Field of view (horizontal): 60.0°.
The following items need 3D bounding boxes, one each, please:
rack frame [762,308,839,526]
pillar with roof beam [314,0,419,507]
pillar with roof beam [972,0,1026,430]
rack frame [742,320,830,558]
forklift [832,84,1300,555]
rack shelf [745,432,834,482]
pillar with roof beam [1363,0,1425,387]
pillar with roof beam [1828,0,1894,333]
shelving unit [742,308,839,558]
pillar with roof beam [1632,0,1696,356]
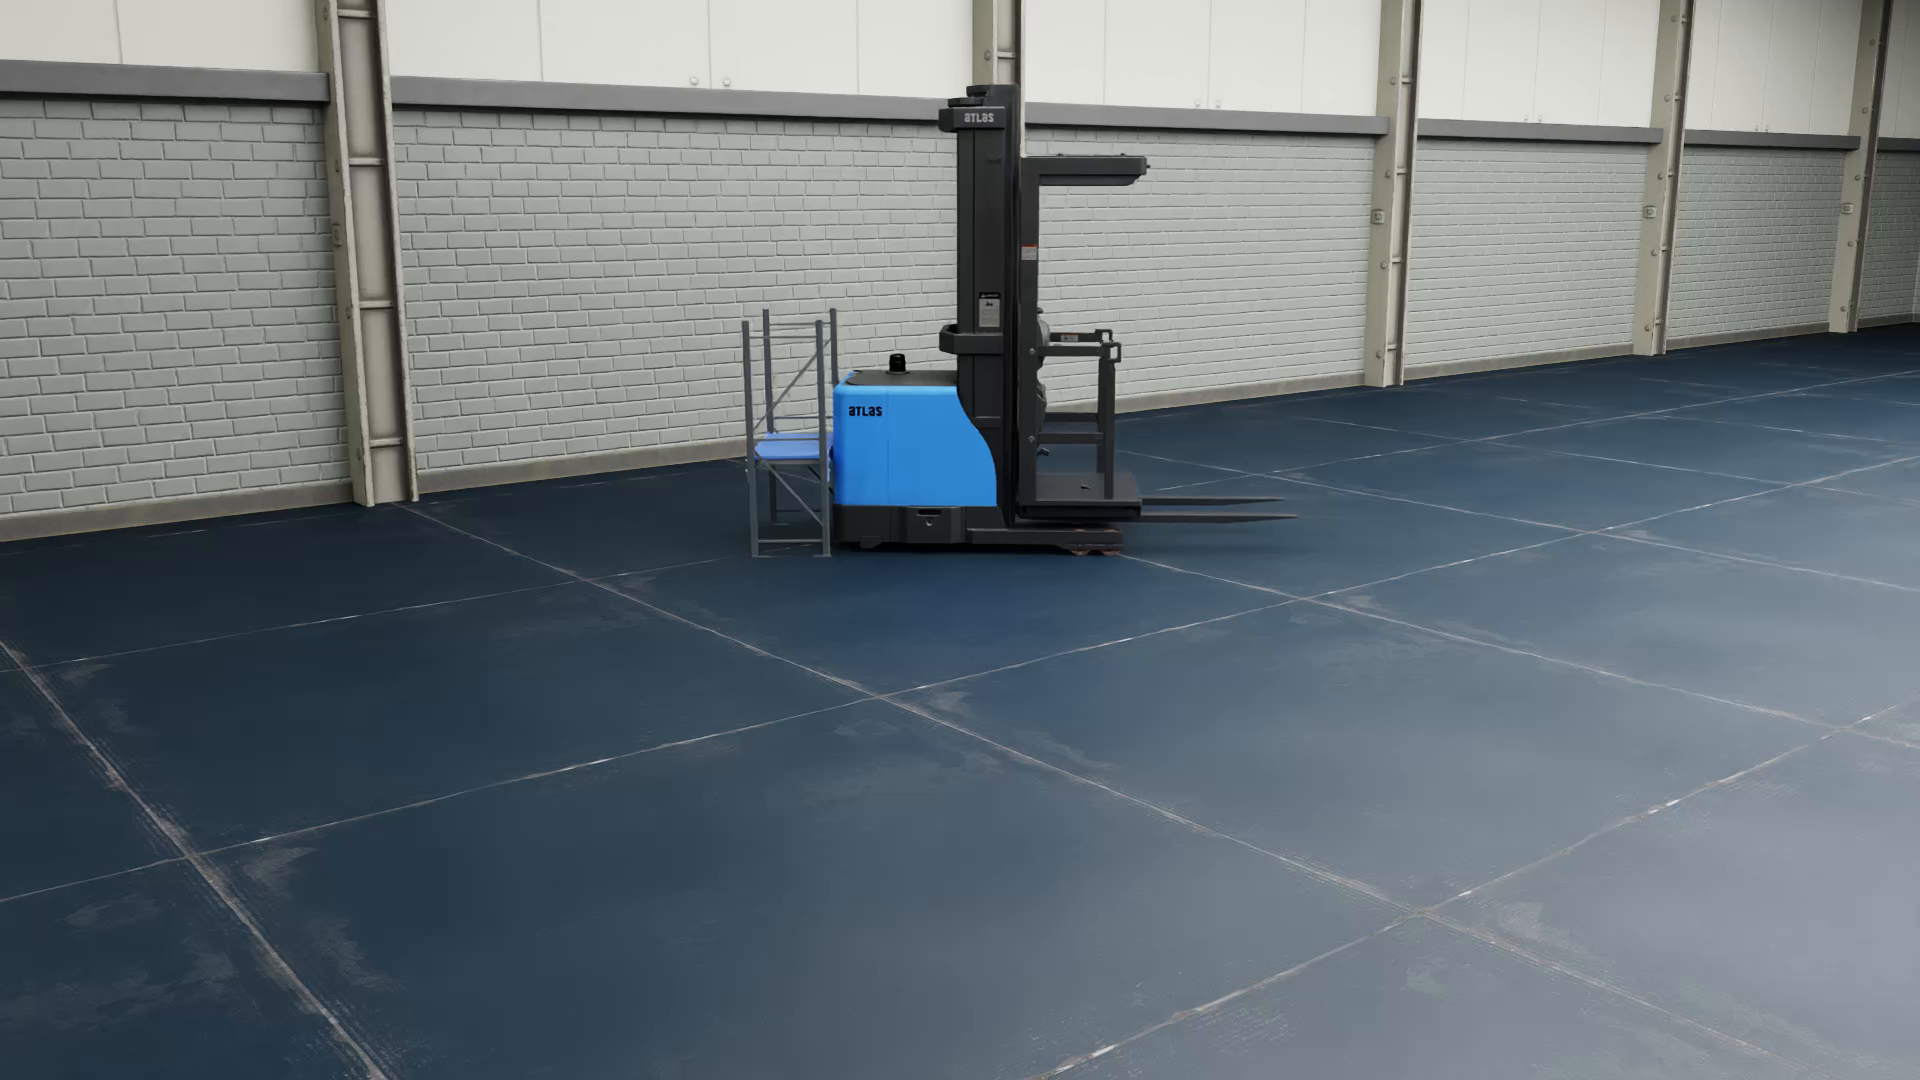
[{"bbox_3d":[-1.080,-0.838,11.446,0.500,1.500,0.032,-1,12,1],"label":"rack frame"},{"bbox_3d":[-1.634,-4.000,8.301,0.400,9.000,9.100,-9,15,-38],"label":"pillar with roof beam"},{"bbox_3d":[3.051,-4.778,11.967,0.400,9.000,9.100,-9,15,-38],"label":"pillar with roof beam"},{"bbox_3d":[-1.090,-0.627,10.451,0.500,1.500,0.032,-1,12,1],"label":"rack frame"},{"bbox_3d":[0.701,-1.449,10.895,3.031,2.935,1.130,0,12,2],"label":"forklift"},{"bbox_3d":[-1.082,-0.557,10.986,0.538,0.185,1.000,-1,12,1],"label":"rack shelf"},{"bbox_3d":[7.736,-5.557,15.634,0.400,9.000,9.100,-9,15,-38],"label":"pillar with roof beam"},{"bbox_3d":[17.106,-7.114,22.967,0.400,9.000,9.100,-9,15,-38],"label":"pillar with roof beam"},{"bbox_3d":[-1.085,-0.732,10.949,0.538,1.500,1.048,-1,12,1],"label":"shelving unit"},{"bbox_3d":[12.421,-6.335,19.300,0.400,9.000,9.100,-9,15,-38],"label":"pillar with roof beam"}]
